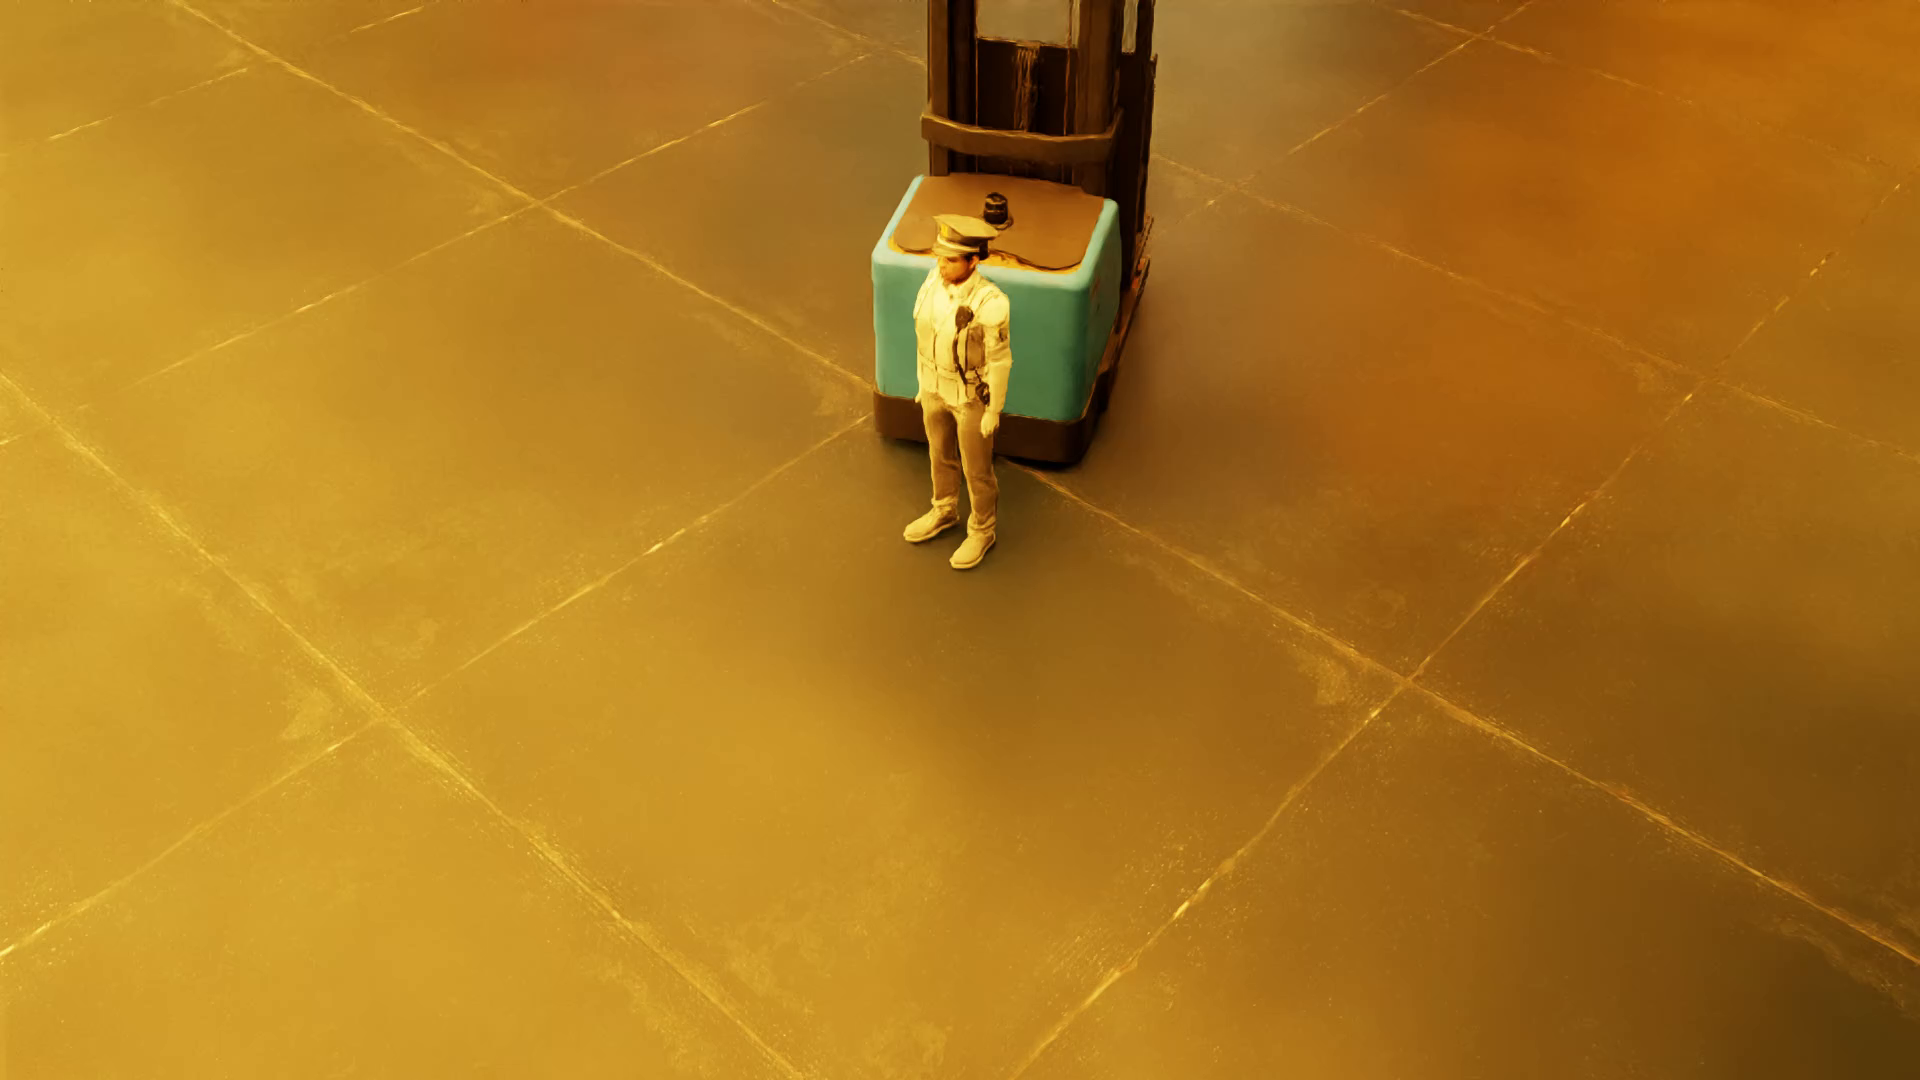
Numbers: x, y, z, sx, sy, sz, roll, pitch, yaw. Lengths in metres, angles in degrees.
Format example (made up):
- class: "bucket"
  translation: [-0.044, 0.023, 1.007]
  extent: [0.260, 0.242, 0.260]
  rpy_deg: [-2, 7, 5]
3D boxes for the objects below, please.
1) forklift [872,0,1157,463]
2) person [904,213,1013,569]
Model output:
- class: "forklift"
  translation: [0.440, -2.454, 8.288]
  extent: [1.130, 2.935, 3.031]
  rpy_deg: [9, 42, 11]
- class: "person"
  translation: [-0.009, -0.632, 7.121]
  extent: [0.463, 1.692, 0.337]
  rpy_deg: [31, 49, 31]
